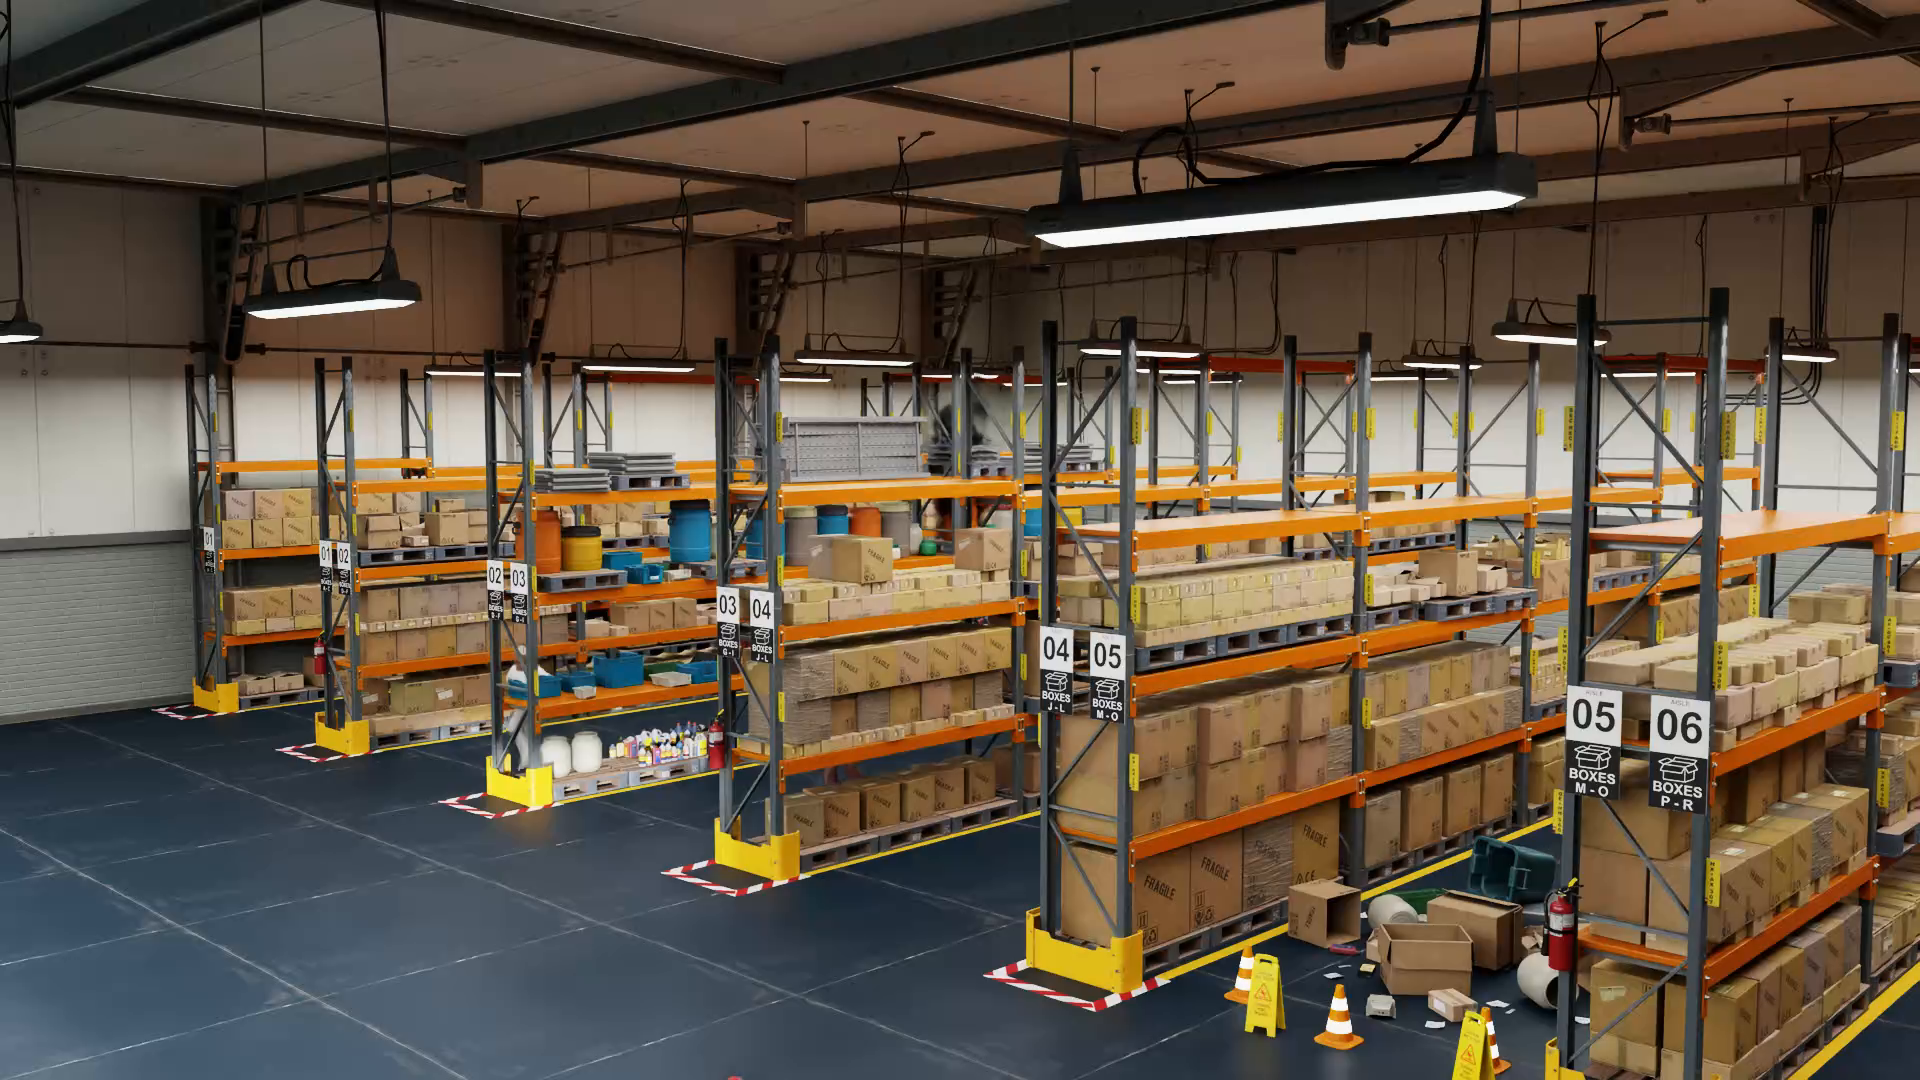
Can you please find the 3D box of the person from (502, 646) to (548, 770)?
[{"bbox_3d":[-6.398,2.429,24.237,0.700,1.788,0.737,4,6,43],"label":"person"}]

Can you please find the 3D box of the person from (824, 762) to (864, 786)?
[{"bbox_3d":[-1.475,2.675,21.603,0.555,1.703,0.874,4,6,43],"label":"person"}]

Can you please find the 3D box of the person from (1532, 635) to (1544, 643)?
[{"bbox_3d":[9.101,2.337,26.120,0.750,1.720,0.552,-4,6,-44],"label":"person"}]
